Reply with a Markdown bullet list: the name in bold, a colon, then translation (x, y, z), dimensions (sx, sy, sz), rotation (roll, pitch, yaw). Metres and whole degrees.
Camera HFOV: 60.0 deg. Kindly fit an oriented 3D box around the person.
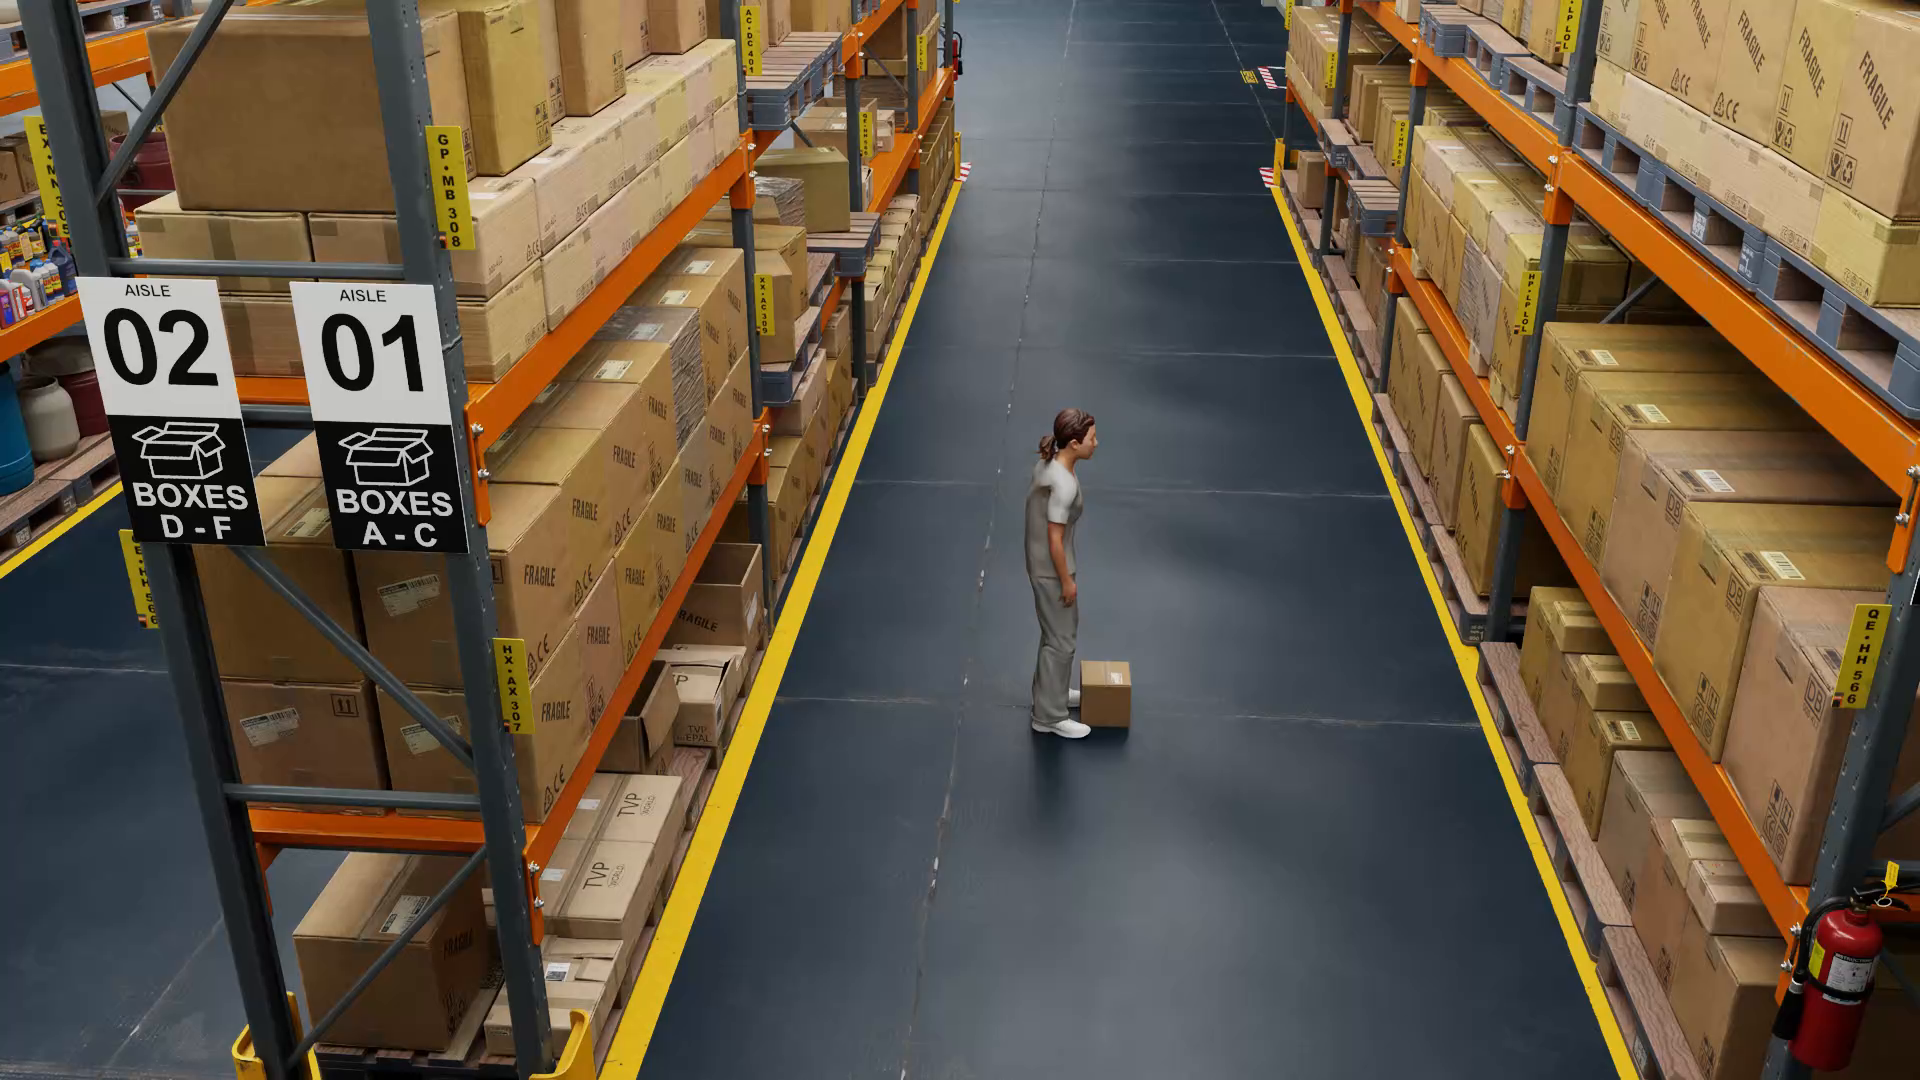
- **person**: translation (0.501, 0.144, 8.293), dimensions (0.363, 1.672, 0.514), rotation (0, 25, 1)
